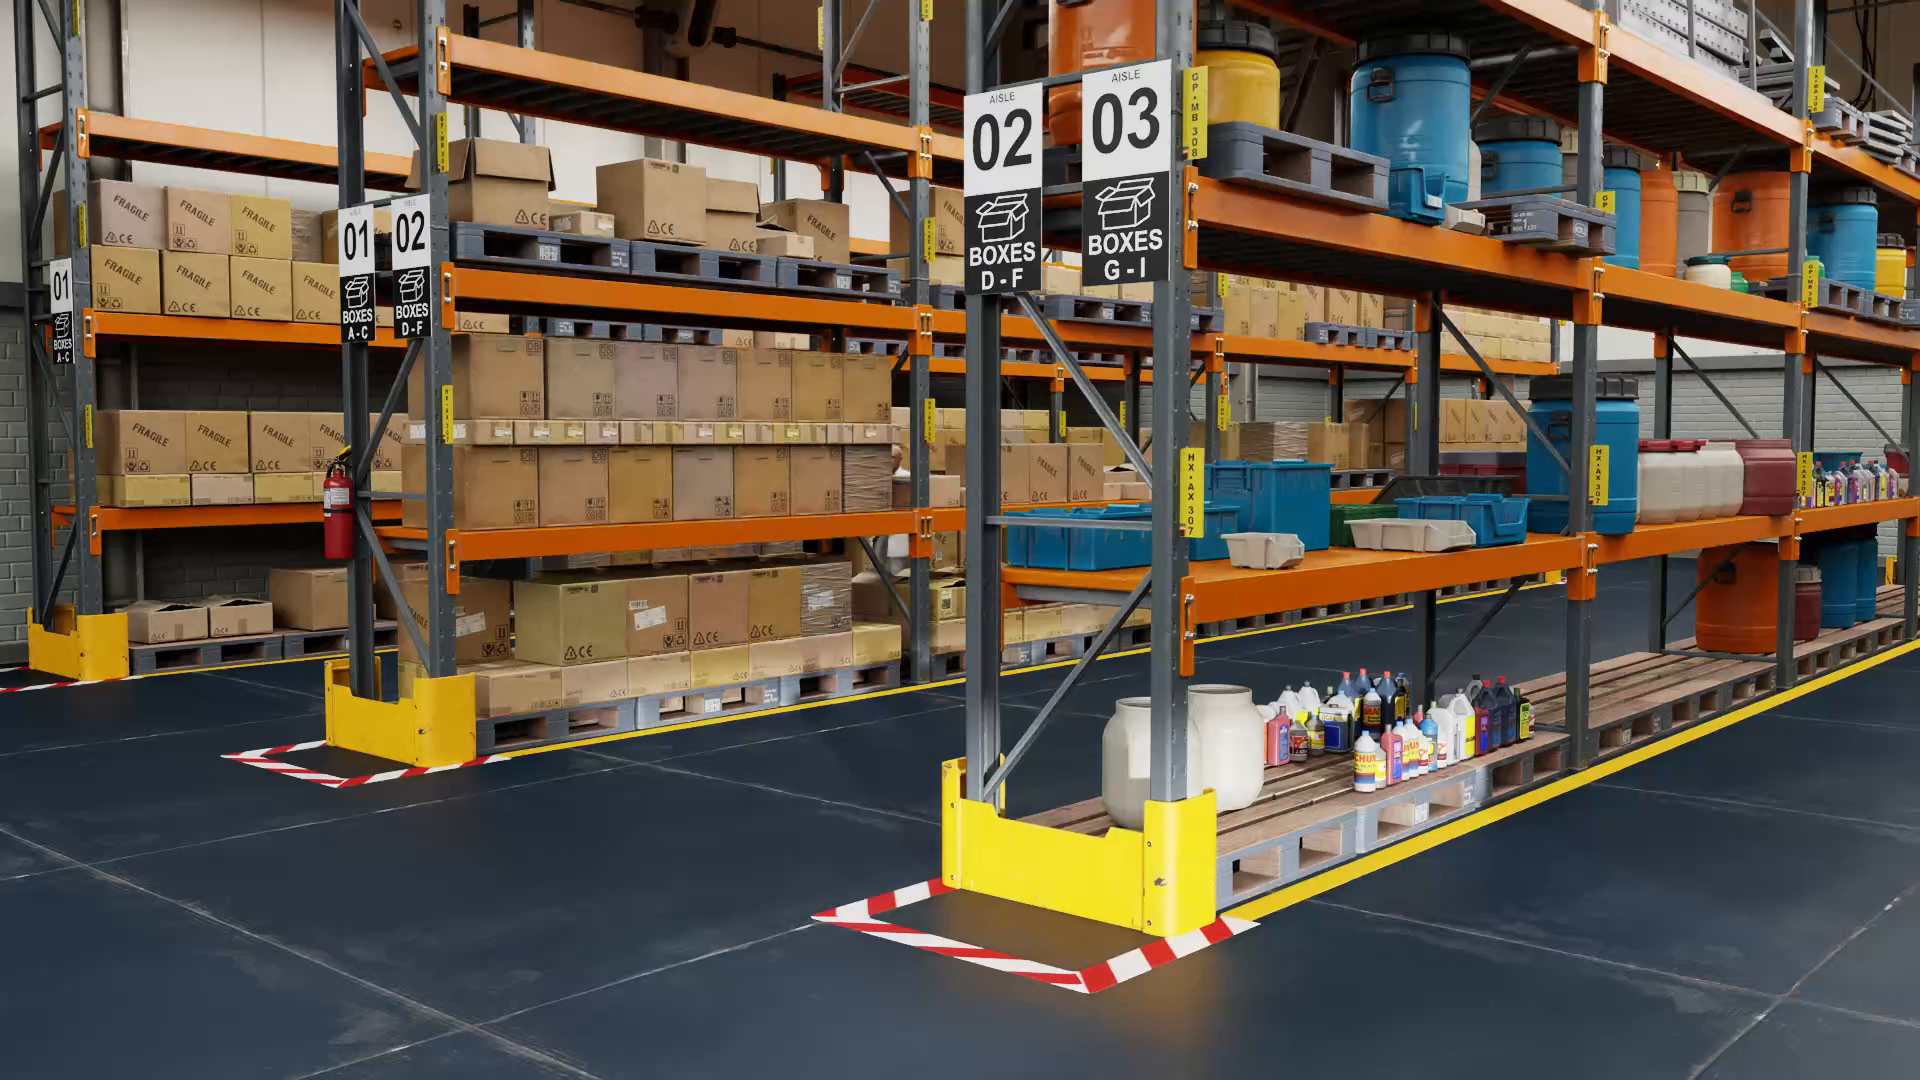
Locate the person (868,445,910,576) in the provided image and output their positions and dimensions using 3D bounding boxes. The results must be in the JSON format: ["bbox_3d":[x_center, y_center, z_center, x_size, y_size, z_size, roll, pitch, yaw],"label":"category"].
[{"bbox_3d":[-0.630,-0.075,16.806,0.628,1.772,0.578,3,4,40],"label":"person"}]
